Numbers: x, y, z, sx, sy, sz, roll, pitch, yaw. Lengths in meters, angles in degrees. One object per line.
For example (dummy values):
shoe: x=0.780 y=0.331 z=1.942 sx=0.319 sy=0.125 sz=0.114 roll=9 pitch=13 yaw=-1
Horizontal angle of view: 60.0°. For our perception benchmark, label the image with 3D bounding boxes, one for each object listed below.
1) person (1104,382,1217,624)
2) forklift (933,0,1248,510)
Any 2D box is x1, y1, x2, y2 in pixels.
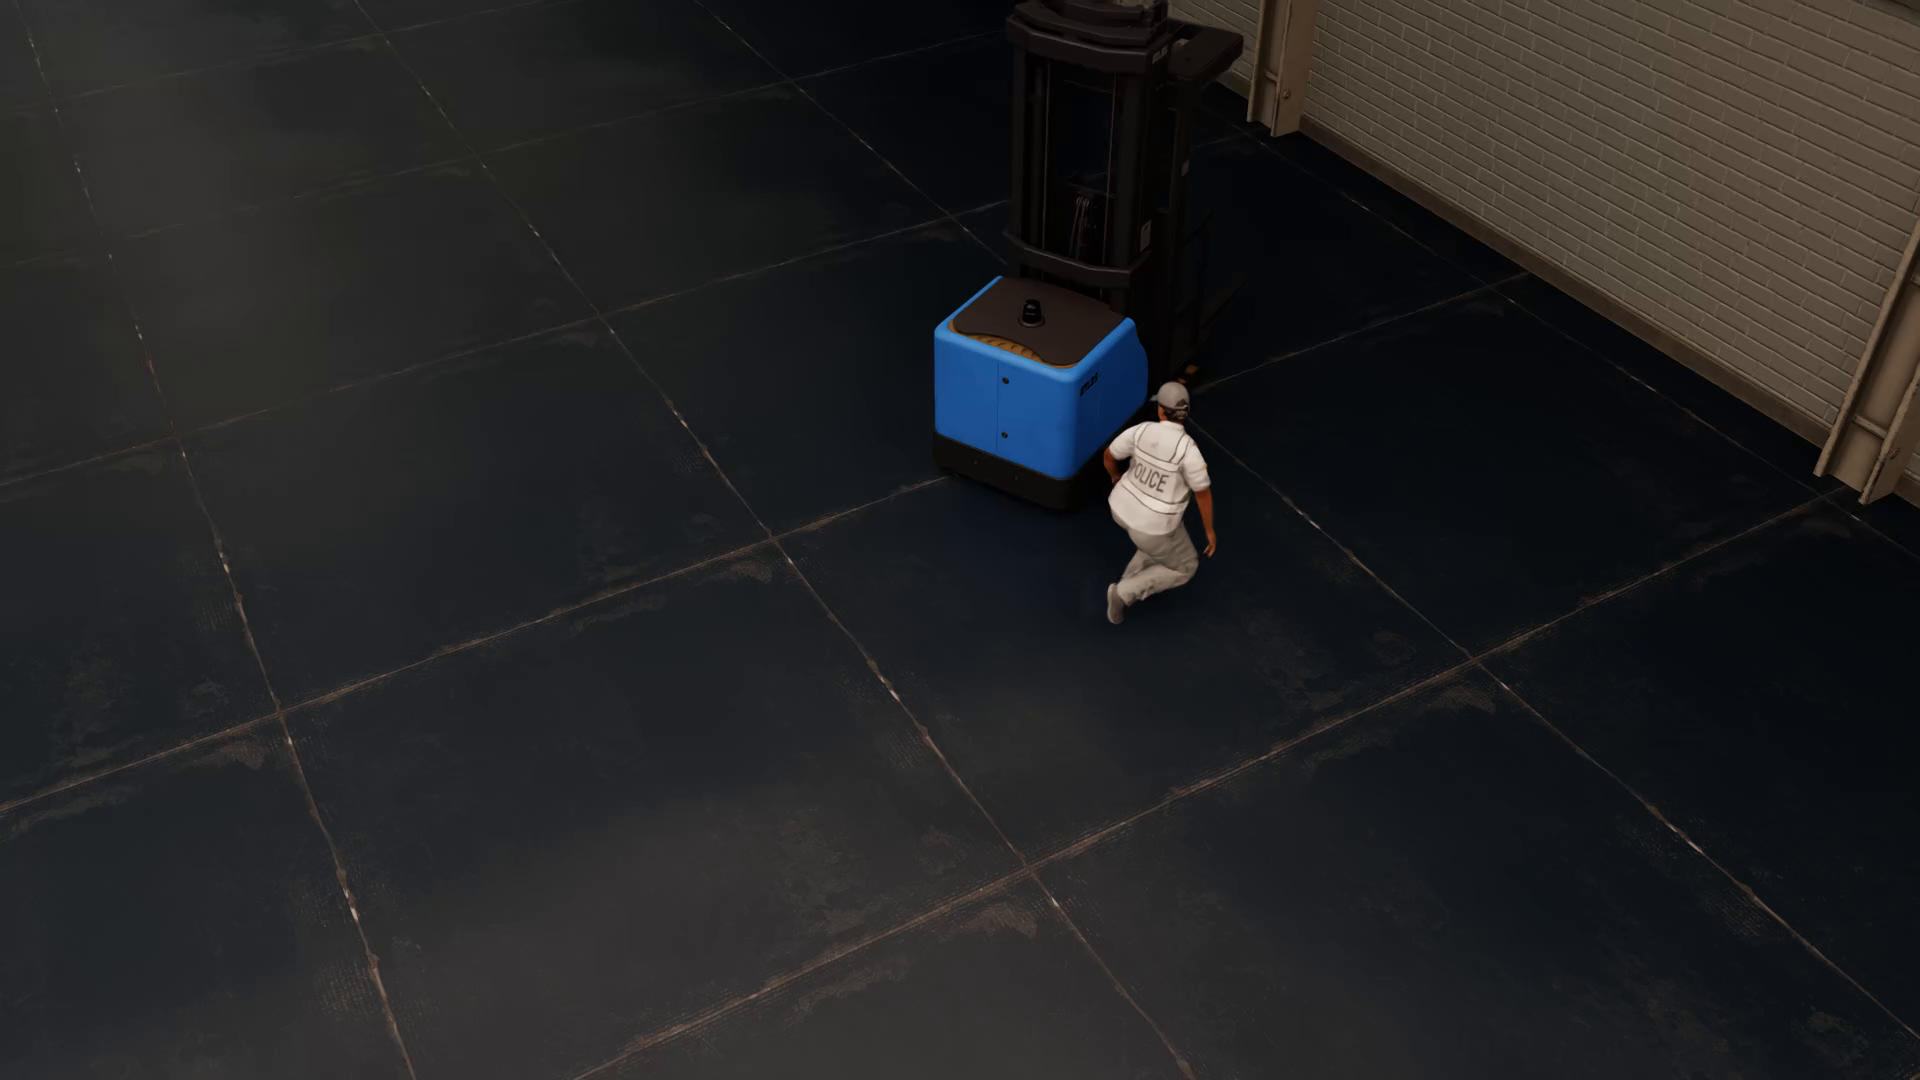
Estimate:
person: x=1.079 y=-0.183 z=9.437 sx=0.621 sy=1.459 sz=0.757 roll=-22 pitch=44 yaw=-24
forklift: x=1.043 y=-2.227 z=10.721 sx=1.130 sy=2.935 sz=3.031 roll=22 pitch=45 yaw=25
